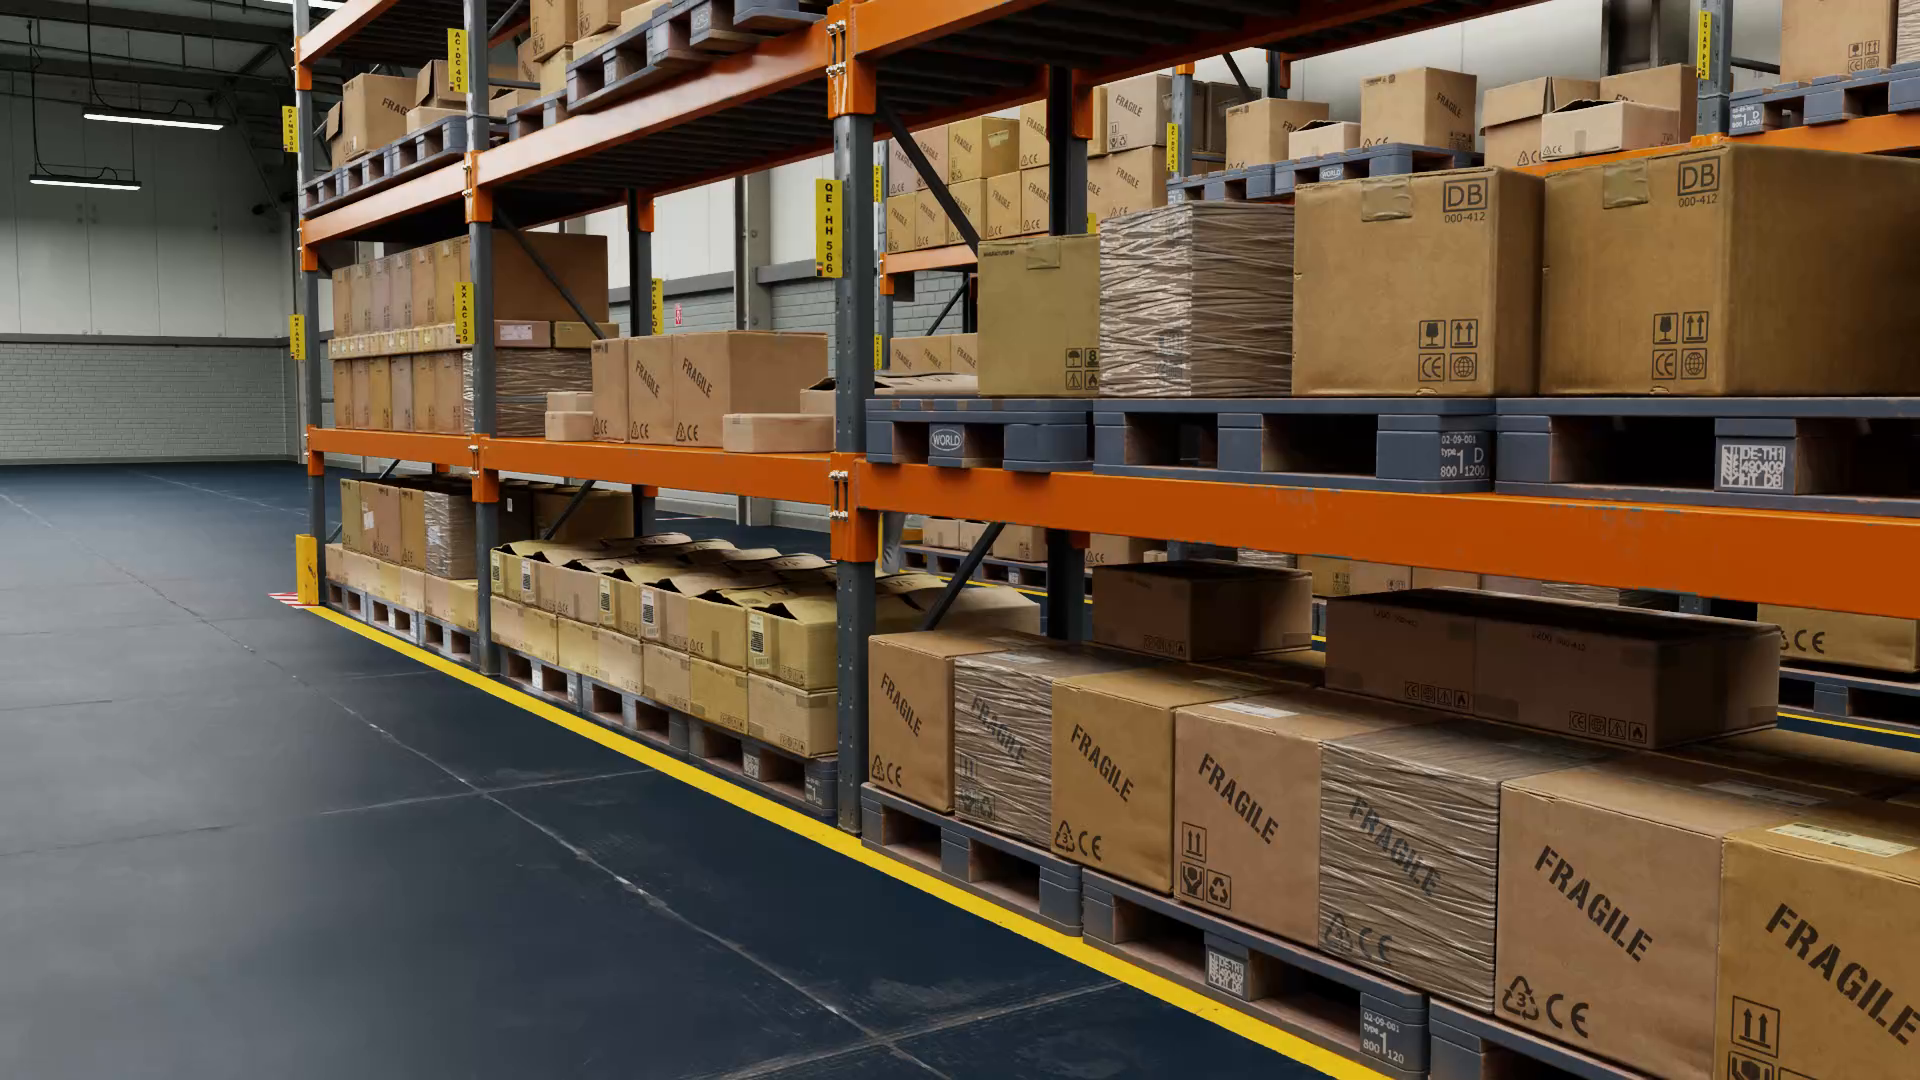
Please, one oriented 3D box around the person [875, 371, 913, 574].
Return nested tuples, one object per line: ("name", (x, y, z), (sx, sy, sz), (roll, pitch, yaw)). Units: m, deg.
("person", (-0.530, -0.308, 11.333), (0.485, 1.679, 0.511), (-1, 5, -11))
